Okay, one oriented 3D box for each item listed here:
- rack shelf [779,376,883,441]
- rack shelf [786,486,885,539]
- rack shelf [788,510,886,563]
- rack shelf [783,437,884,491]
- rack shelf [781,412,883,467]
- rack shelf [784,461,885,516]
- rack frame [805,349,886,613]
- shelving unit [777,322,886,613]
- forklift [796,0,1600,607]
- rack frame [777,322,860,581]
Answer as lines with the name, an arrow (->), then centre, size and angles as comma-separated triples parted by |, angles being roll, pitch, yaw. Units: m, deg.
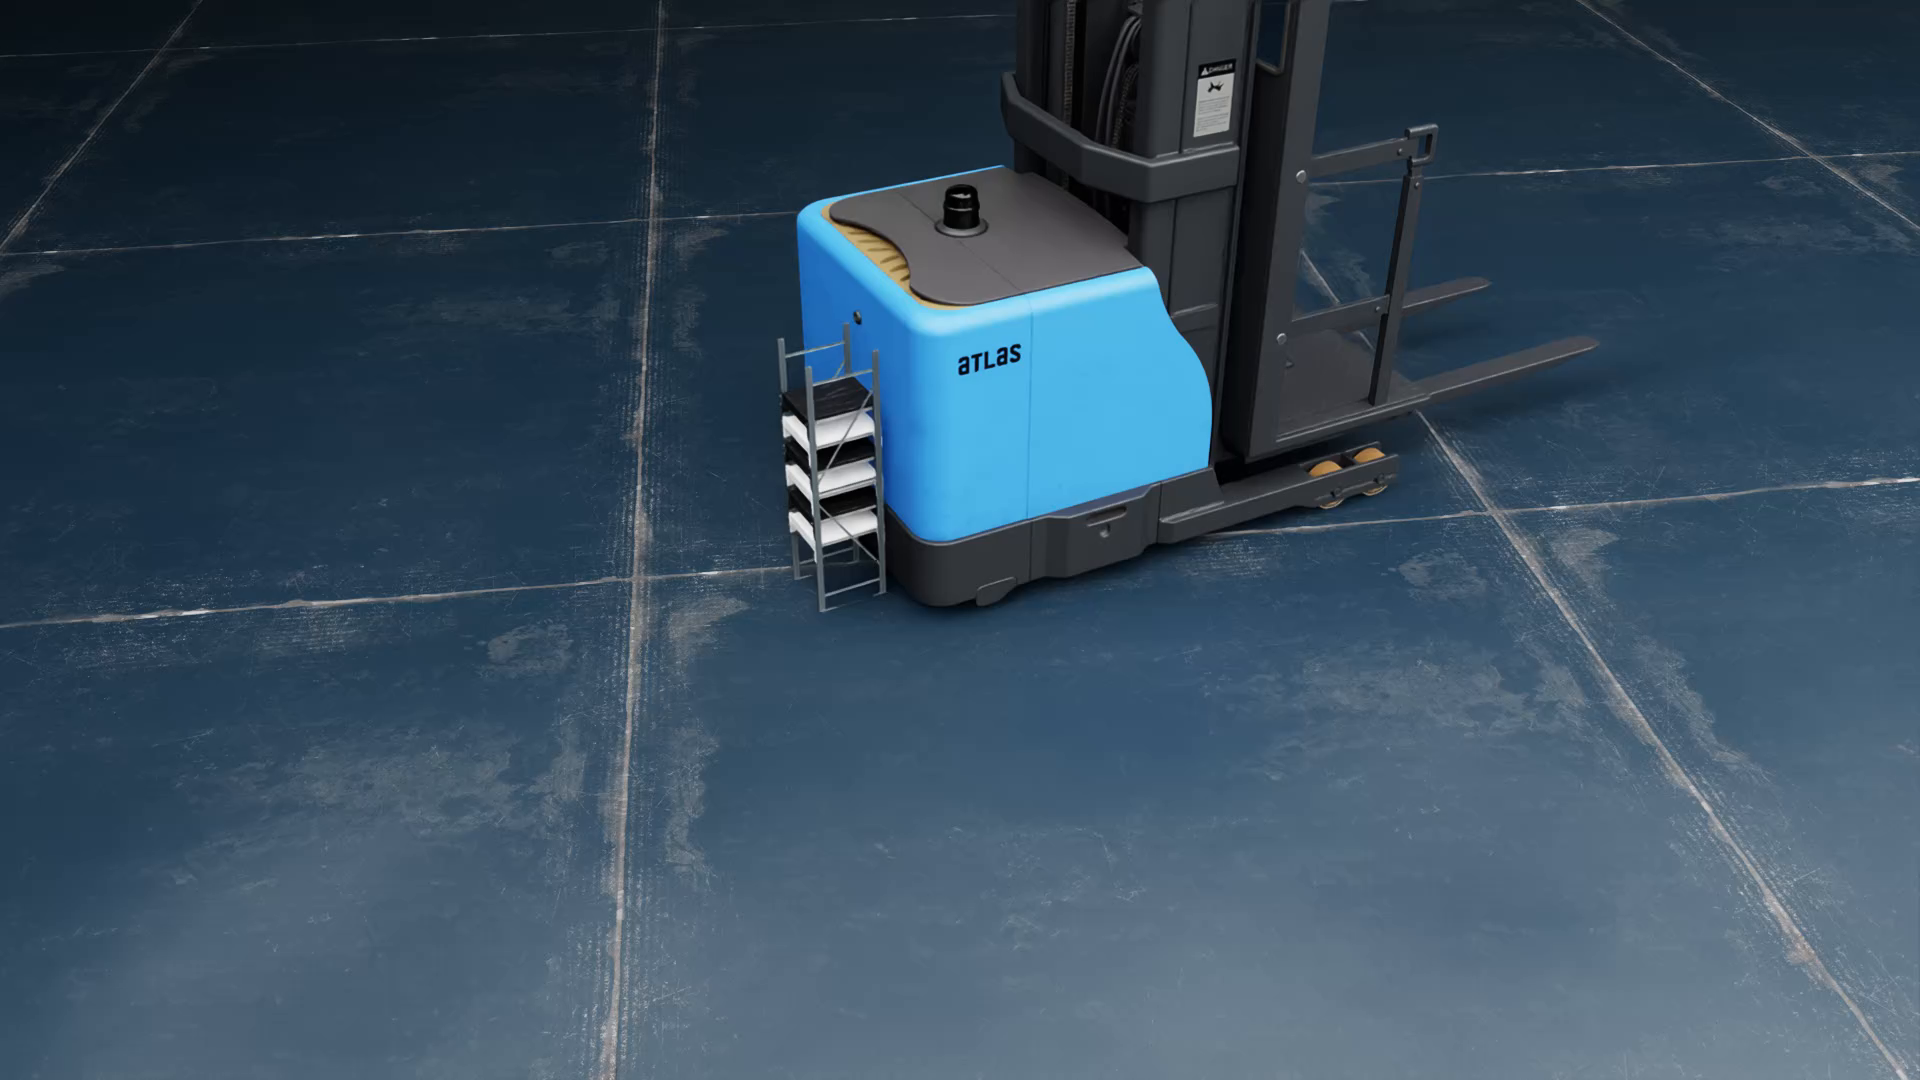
rack shelf -> -0.399, -0.413, 5.137 | 0.258, 0.077, 0.200 | -17, 38, -23
rack shelf -> -0.399, -0.116, 5.340 | 0.258, 0.077, 0.200 | -17, 38, -23
rack shelf -> -0.399, -0.041, 5.390 | 0.258, 0.077, 0.200 | -17, 38, -23
rack shelf -> -0.399, -0.264, 5.238 | 0.258, 0.077, 0.200 | -17, 38, -23
rack shelf -> -0.399, -0.339, 5.188 | 0.258, 0.077, 0.200 | -17, 38, -23
rack shelf -> -0.399, -0.190, 5.289 | 0.258, 0.077, 0.200 | -17, 38, -23
rack frame -> -0.351, -0.167, 5.196 | 0.240, 0.900, 0.006 | -17, 38, -23
shelving unit -> -0.399, -0.218, 5.270 | 0.258, 0.900, 0.210 | -17, 38, -23
forklift -> 0.997, -1.570, 5.452 | 3.031, 2.935, 1.130 | -16, 37, -22
rack frame -> -0.448, -0.268, 5.344 | 0.240, 0.900, 0.006 | -17, 38, -23
